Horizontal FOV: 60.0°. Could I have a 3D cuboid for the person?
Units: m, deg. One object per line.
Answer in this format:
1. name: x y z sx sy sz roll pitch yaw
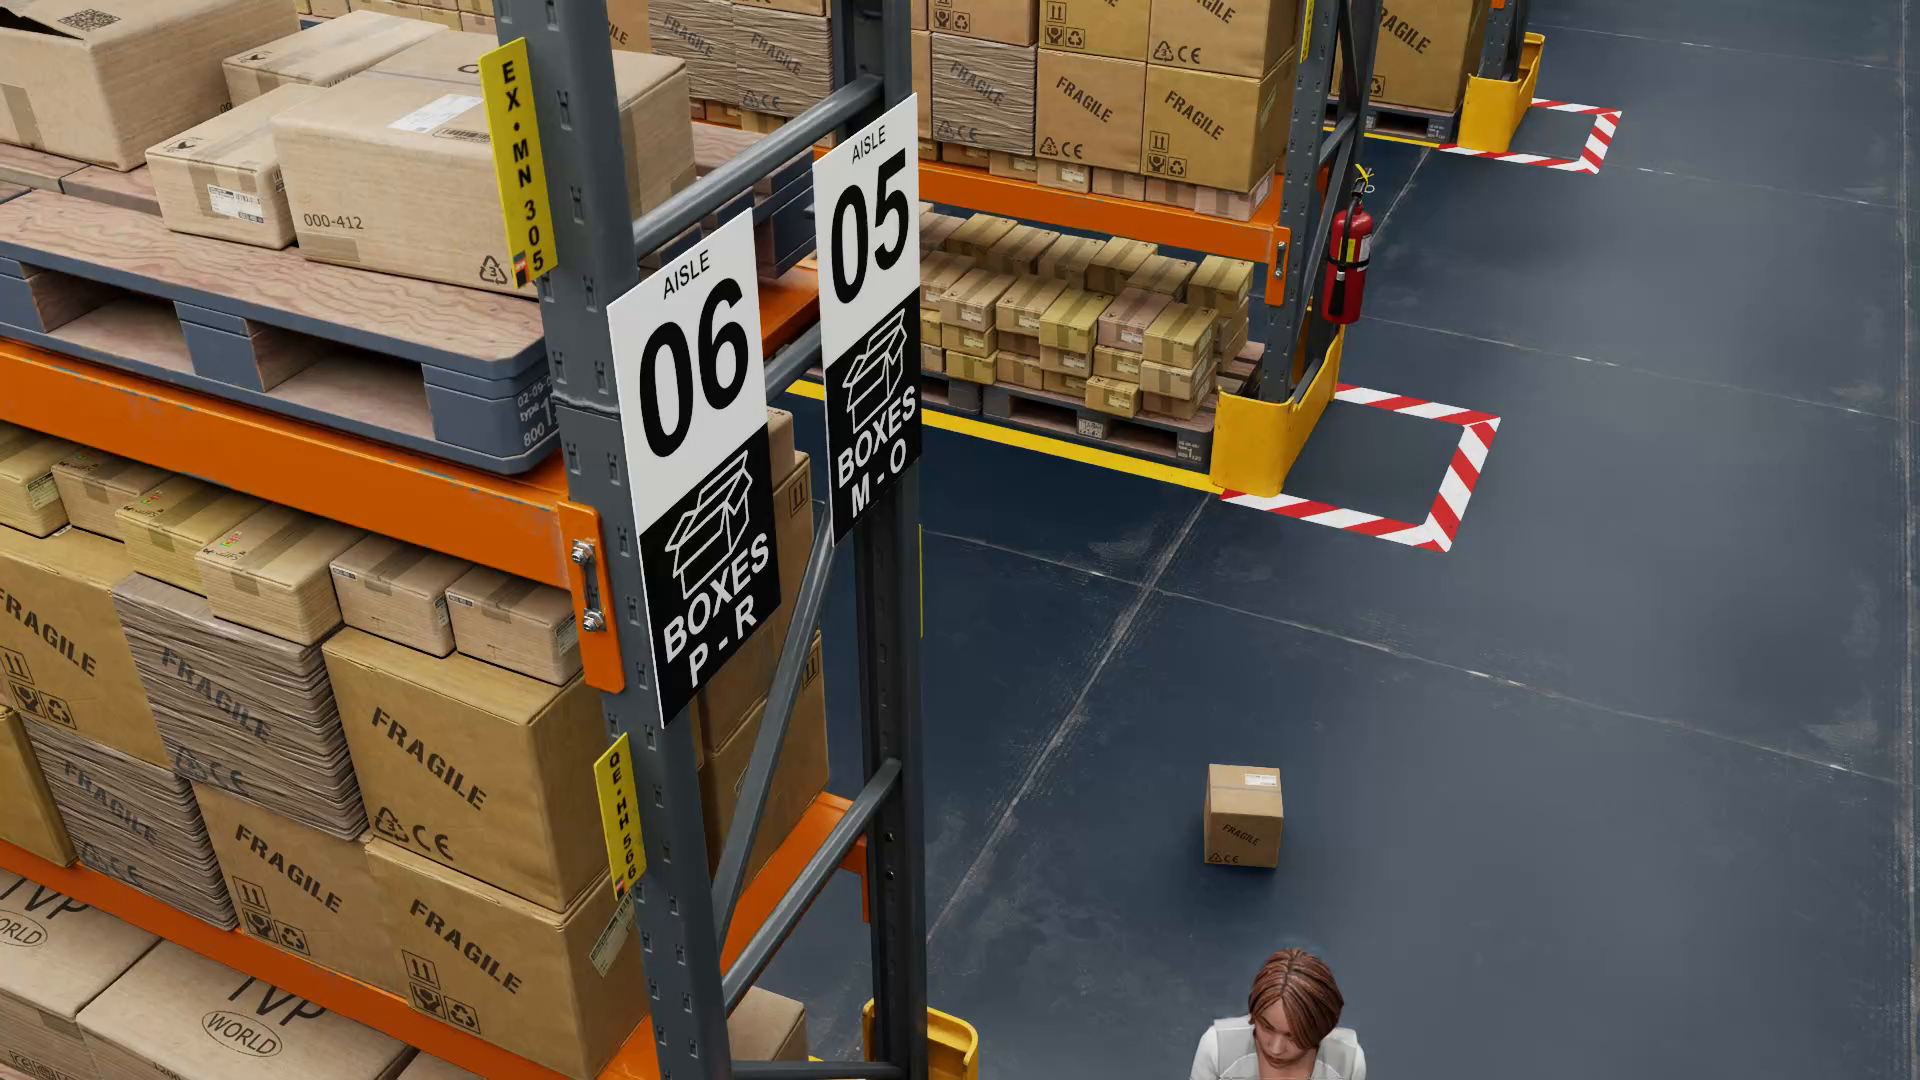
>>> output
1. person: 0.690 1.565 3.847 0.442 1.638 0.550 7 35 10
